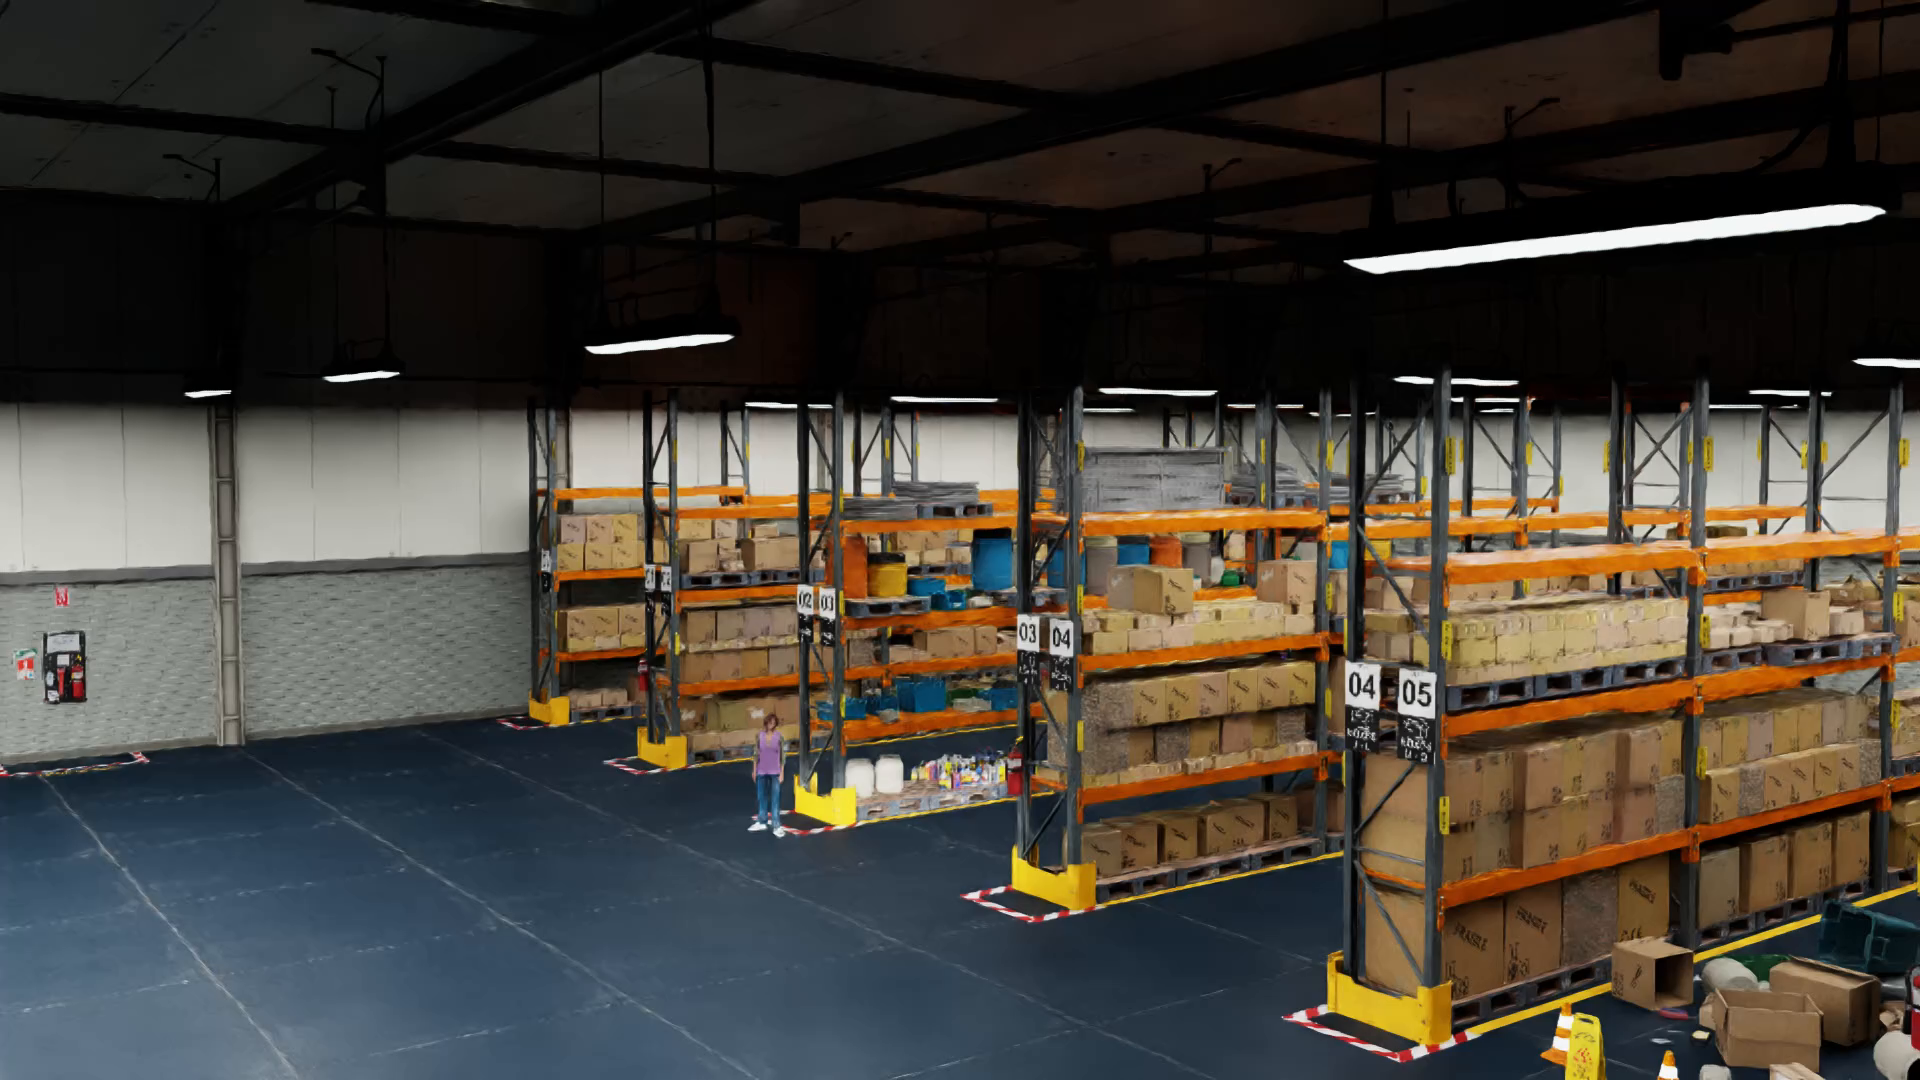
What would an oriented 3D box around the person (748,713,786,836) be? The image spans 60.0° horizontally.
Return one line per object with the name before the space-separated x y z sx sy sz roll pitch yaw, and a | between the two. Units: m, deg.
person | -2.540 3.076 21.920 0.545 1.602 0.407 0 3 5
